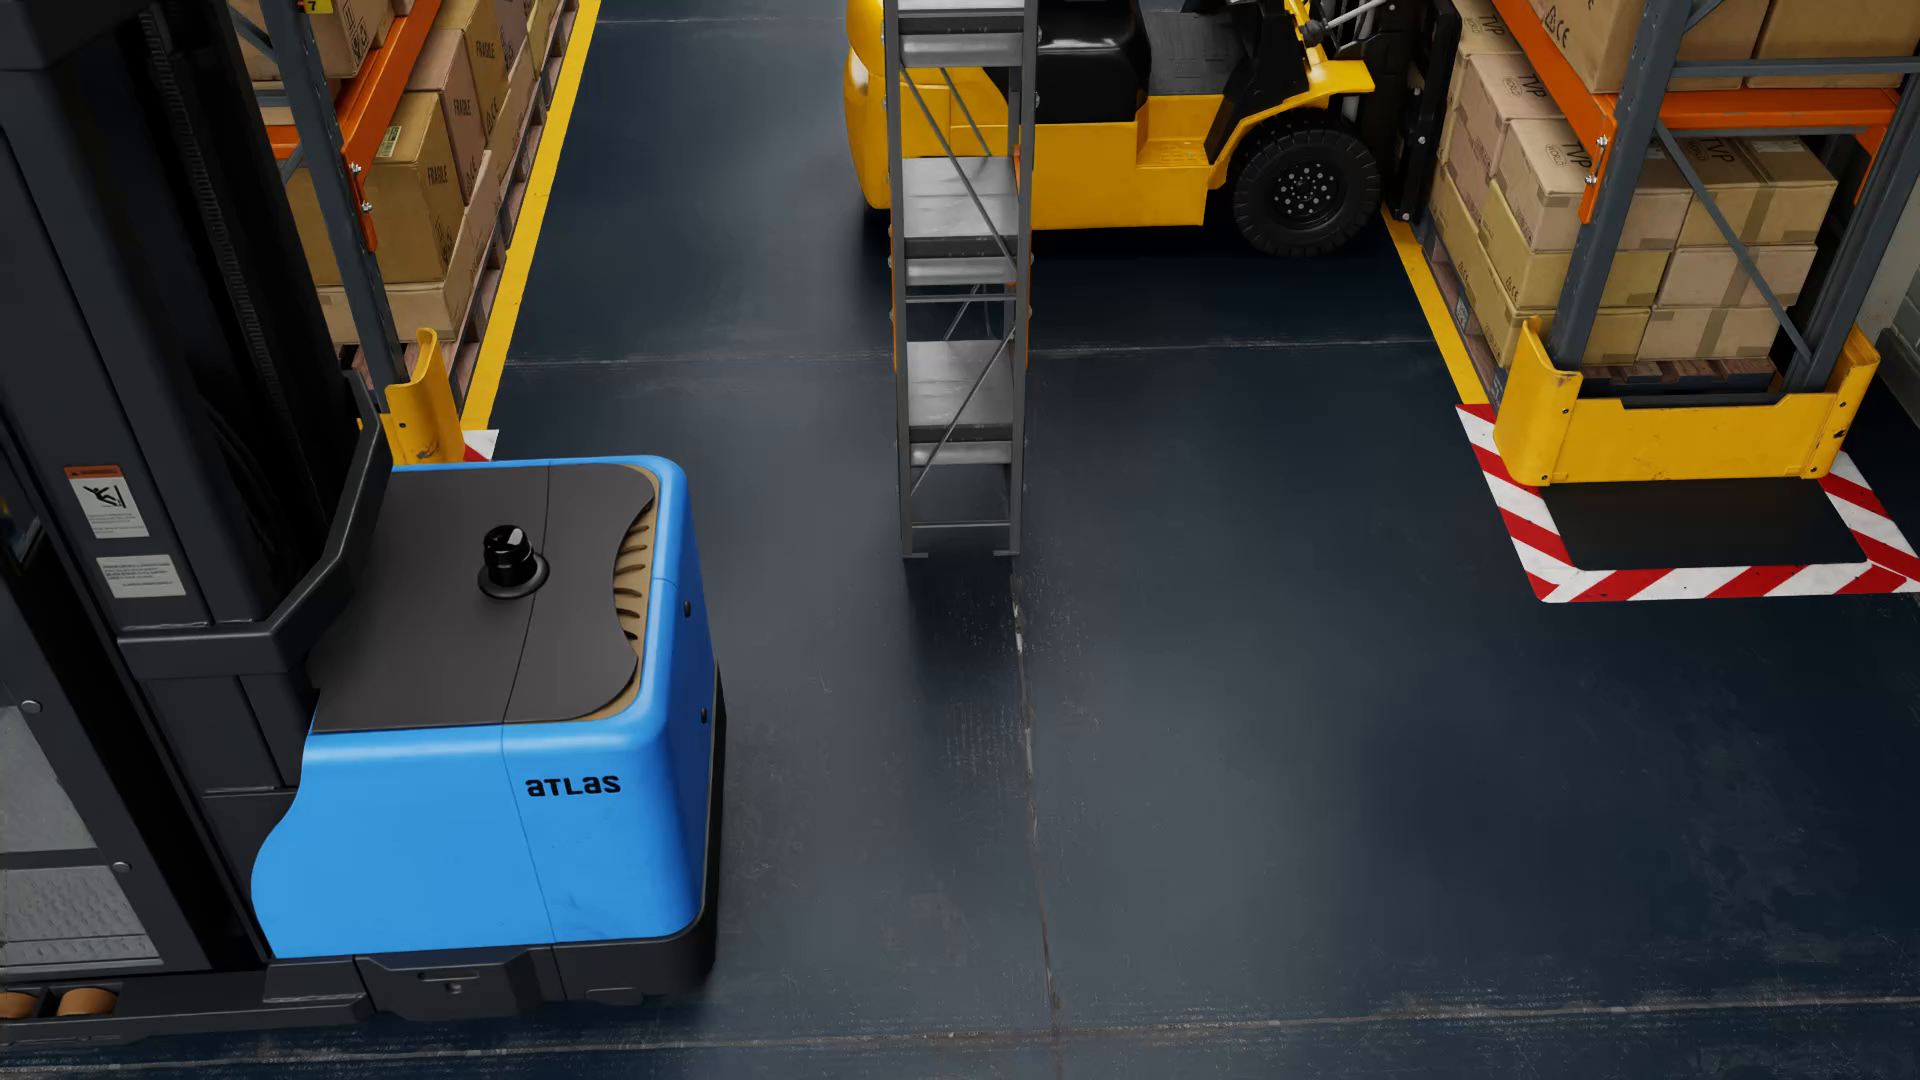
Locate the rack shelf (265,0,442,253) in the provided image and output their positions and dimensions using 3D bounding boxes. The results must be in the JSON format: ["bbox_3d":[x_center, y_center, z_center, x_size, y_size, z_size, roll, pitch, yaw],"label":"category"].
[{"bbox_3d":[-2.480,-2.386,6.666,1.077,0.370,4.000,-2,43,-2],"label":"rack shelf"}]

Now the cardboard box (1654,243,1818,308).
[{"bbox_3d":[2.751,-1.095,6.079,0.500,0.250,0.500,-1,43,-1],"label":"cardboard box"}]

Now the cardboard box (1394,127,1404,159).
[{"bbox_3d":[2.160,-1.920,7.348,0.500,0.250,0.500,0,43,0],"label":"cardboard box"}]

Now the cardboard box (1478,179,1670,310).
[{"bbox_3d":[2.231,-1.091,6.075,0.500,0.250,0.500,-2,43,-2],"label":"cardboard box"}]

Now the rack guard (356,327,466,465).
[{"bbox_3d":[-2.399,-0.431,5.850,1.175,0.500,0.348,-2,43,-2],"label":"rack guard"}]

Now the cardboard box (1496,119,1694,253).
[{"bbox_3d":[2.233,-1.258,5.887,0.500,0.250,0.500,0,43,0],"label":"cardboard box"}]

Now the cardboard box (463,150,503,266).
[{"bbox_3d":[-2.167,-1.340,6.716,0.500,0.250,0.500,0,43,0],"label":"cardboard box"}]

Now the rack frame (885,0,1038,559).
[{"bbox_3d":[0.003,-0.721,4.983,0.400,2.100,0.015,-2,43,-2],"label":"rack frame"}]

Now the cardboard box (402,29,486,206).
[{"bbox_3d":[-2.181,-1.640,6.489,0.500,0.500,0.500,-3,43,-3],"label":"cardboard box"}]

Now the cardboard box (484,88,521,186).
[{"bbox_3d":[-2.203,-1.708,7.117,0.500,0.250,0.500,1,43,1],"label":"cardboard box"}]

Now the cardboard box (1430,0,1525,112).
[{"bbox_3d":[2.174,-1.943,6.634,0.500,0.250,0.500,-1,43,-1],"label":"cardboard box"}]

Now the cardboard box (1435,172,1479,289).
[{"bbox_3d":[2.217,-1.232,6.598,0.500,0.250,0.500,-2,43,-2],"label":"cardboard box"}]

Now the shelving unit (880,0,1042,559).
[{"bbox_3d":[-0.007,-0.886,5.162,0.431,2.100,0.503,-2,43,-2],"label":"shelving unit"}]

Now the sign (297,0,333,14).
[{"bbox_3d":[-1.853,-1.636,4.674,0.100,0.325,0.005,-2,43,-2],"label":"sign"}]

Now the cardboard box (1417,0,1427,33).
[{"bbox_3d":[2.160,-2.285,7.007,0.500,0.250,0.500,-2,43,-3],"label":"cardboard box"}]

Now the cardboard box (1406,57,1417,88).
[{"bbox_3d":[2.160,-2.116,7.193,0.500,0.250,0.500,-2,43,-2],"label":"cardboard box"}]

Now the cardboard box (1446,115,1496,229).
[{"bbox_3d":[2.220,-1.430,6.445,0.500,0.250,0.500,-2,43,-2],"label":"cardboard box"}]

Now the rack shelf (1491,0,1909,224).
[{"bbox_3d":[2.479,-2.531,6.824,1.077,0.370,4.000,-2,43,-2],"label":"rack shelf"}]

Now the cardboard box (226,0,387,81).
[{"bbox_3d":[-2.138,-1.776,5.173,0.500,0.500,0.500,-2,43,-2],"label":"cardboard box"}]

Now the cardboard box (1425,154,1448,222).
[{"bbox_3d":[2.204,-1.570,6.967,0.500,0.250,0.500,-1,43,-1],"label":"cardboard box"}]

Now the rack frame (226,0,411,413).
[{"bbox_3d":[-2.395,-1.301,4.950,1.000,3.000,0.127,-2,43,-2],"label":"rack frame"}]

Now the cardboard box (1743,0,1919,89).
[{"bbox_3d":[2.820,-1.826,5.448,0.500,0.500,0.500,0,43,0],"label":"cardboard box"}]

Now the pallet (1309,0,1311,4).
[{"bbox_3d":[2.386,-2.581,8.409,1.003,0.211,1.213,-2,43,-2],"label":"pallet"}]

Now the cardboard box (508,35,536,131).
[{"bbox_3d":[-2.222,-2.049,7.489,0.500,0.250,0.500,-1,43,-1],"label":"cardboard box"}]

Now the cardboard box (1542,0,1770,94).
[{"bbox_3d":[2.280,-1.808,5.428,0.500,0.500,0.500,-3,43,-3],"label":"cardboard box"}]

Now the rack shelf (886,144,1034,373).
[{"bbox_3d":[-0.007,-0.876,5.172,0.431,0.518,0.480,-2,43,-2],"label":"rack shelf"}]

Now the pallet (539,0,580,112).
[{"bbox_3d":[-2.501,-2.521,8.345,1.003,0.211,1.213,-2,43,-2],"label":"pallet"}]

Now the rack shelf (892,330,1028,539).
[{"bbox_3d":[-0.007,-0.360,5.645,0.431,0.518,0.480,-2,43,-2],"label":"rack shelf"}]

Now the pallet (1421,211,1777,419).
[{"bbox_3d":[2.489,-0.933,6.612,1.003,0.211,1.213,-2,43,-2],"label":"pallet"}]

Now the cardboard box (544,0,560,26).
[{"bbox_3d":[-2.272,-2.751,8.256,0.500,0.250,0.500,0,43,0],"label":"cardboard box"}]

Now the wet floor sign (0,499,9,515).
[{"bbox_3d":[-3.456,-0.274,5.572,0.267,0.644,0.232,12,44,13],"label":"wet floor sign"}]

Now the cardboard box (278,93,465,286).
[{"bbox_3d":[-2.155,-1.287,6.104,0.500,0.500,0.500,-3,43,-3],"label":"cardboard box"}]

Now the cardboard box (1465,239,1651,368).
[{"bbox_3d":[2.228,-0.896,6.231,0.500,0.250,0.500,-1,43,-1],"label":"cardboard box"}]

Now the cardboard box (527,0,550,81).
[{"bbox_3d":[-2.239,-2.392,7.864,0.500,0.250,0.500,-3,43,-3],"label":"cardboard box"}]

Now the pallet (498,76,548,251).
[{"bbox_3d":[-2.447,-1.696,7.444,1.003,0.211,1.213,-2,43,-2],"label":"pallet"}]

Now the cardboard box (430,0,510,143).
[{"bbox_3d":[-2.195,-1.979,6.858,0.500,0.500,0.500,-1,43,-1],"label":"cardboard box"}]

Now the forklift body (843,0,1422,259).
[{"bbox_3d":[0.661,-2.361,6.734,2.313,2.155,1.214,-2,43,-2],"label":"forklift body"}]

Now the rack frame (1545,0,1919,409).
[{"bbox_3d":[2.564,-1.446,5.108,1.000,3.000,0.127,-2,43,-2],"label":"rack frame"}]

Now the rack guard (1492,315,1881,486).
[{"bbox_3d":[2.565,-0.509,5.935,1.175,0.500,0.348,-2,43,-2],"label":"rack guard"}]

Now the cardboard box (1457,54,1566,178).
[{"bbox_3d":[2.205,-1.603,6.263,0.500,0.250,0.500,-1,43,-1],"label":"cardboard box"}]

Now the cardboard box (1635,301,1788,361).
[{"bbox_3d":[2.738,-0.925,6.263,0.500,0.250,0.500,-1,43,-2],"label":"cardboard box"}]

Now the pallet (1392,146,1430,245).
[{"bbox_3d":[2.441,-1.755,7.508,1.003,0.211,1.213,-2,43,-2],"label":"pallet"}]

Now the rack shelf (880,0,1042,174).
[{"bbox_3d":[-0.007,-1.392,4.699,0.431,0.518,0.480,-2,43,-2],"label":"rack shelf"}]

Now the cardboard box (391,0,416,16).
[{"bbox_3d":[-2.123,-1.968,5.863,0.380,0.149,0.250,-1,43,-1],"label":"cardboard box"}]

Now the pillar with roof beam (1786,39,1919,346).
[{"bbox_3d":[-0.866,-4.030,3.487,9.100,9.000,0.400,-2,43,-2],"label":"pillar with roof beam"}]

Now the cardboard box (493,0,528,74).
[{"bbox_3d":[-2.226,-2.340,7.252,0.500,0.500,0.500,0,43,0],"label":"cardboard box"}]

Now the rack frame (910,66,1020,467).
[{"bbox_3d":[-0.017,-1.051,5.342,0.400,2.100,0.015,-2,43,-2],"label":"rack frame"}]

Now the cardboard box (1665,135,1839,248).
[{"bbox_3d":[2.732,-1.286,5.917,0.500,0.250,0.500,-2,43,-2],"label":"cardboard box"}]

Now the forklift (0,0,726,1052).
[{"bbox_3d":[-2.193,-0.130,3.723,3.031,2.935,1.130,-3,43,-3],"label":"forklift"}]

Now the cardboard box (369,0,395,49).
[{"bbox_3d":[-2.158,-1.795,5.675,0.380,0.149,0.250,-3,43,-3],"label":"cardboard box"}]

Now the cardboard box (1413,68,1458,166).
[{"bbox_3d":[2.177,-1.778,6.824,0.500,0.250,0.500,-3,43,-3],"label":"cardboard box"}]

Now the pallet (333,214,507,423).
[{"bbox_3d":[-2.398,-0.874,6.547,1.003,0.211,1.213,-2,43,-2],"label":"pallet"}]

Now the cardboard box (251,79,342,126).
[{"bbox_3d":[-2.203,-1.444,5.291,0.380,0.149,0.250,-1,43,-2],"label":"cardboard box"}]

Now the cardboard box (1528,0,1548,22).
[{"bbox_3d":[2.268,-2.158,5.811,0.500,0.500,0.500,0,43,0],"label":"cardboard box"}]

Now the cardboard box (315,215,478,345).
[{"bbox_3d":[-2.153,-0.995,6.340,0.500,0.250,0.500,-2,43,-2],"label":"cardboard box"}]

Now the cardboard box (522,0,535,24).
[{"bbox_3d":[-2.249,-2.684,7.628,0.500,0.500,0.500,-1,43,-1],"label":"cardboard box"}]

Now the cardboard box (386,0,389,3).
[{"bbox_3d":[-2.163,-2.125,5.554,0.500,0.500,0.500,0,43,0],"label":"cardboard box"}]
